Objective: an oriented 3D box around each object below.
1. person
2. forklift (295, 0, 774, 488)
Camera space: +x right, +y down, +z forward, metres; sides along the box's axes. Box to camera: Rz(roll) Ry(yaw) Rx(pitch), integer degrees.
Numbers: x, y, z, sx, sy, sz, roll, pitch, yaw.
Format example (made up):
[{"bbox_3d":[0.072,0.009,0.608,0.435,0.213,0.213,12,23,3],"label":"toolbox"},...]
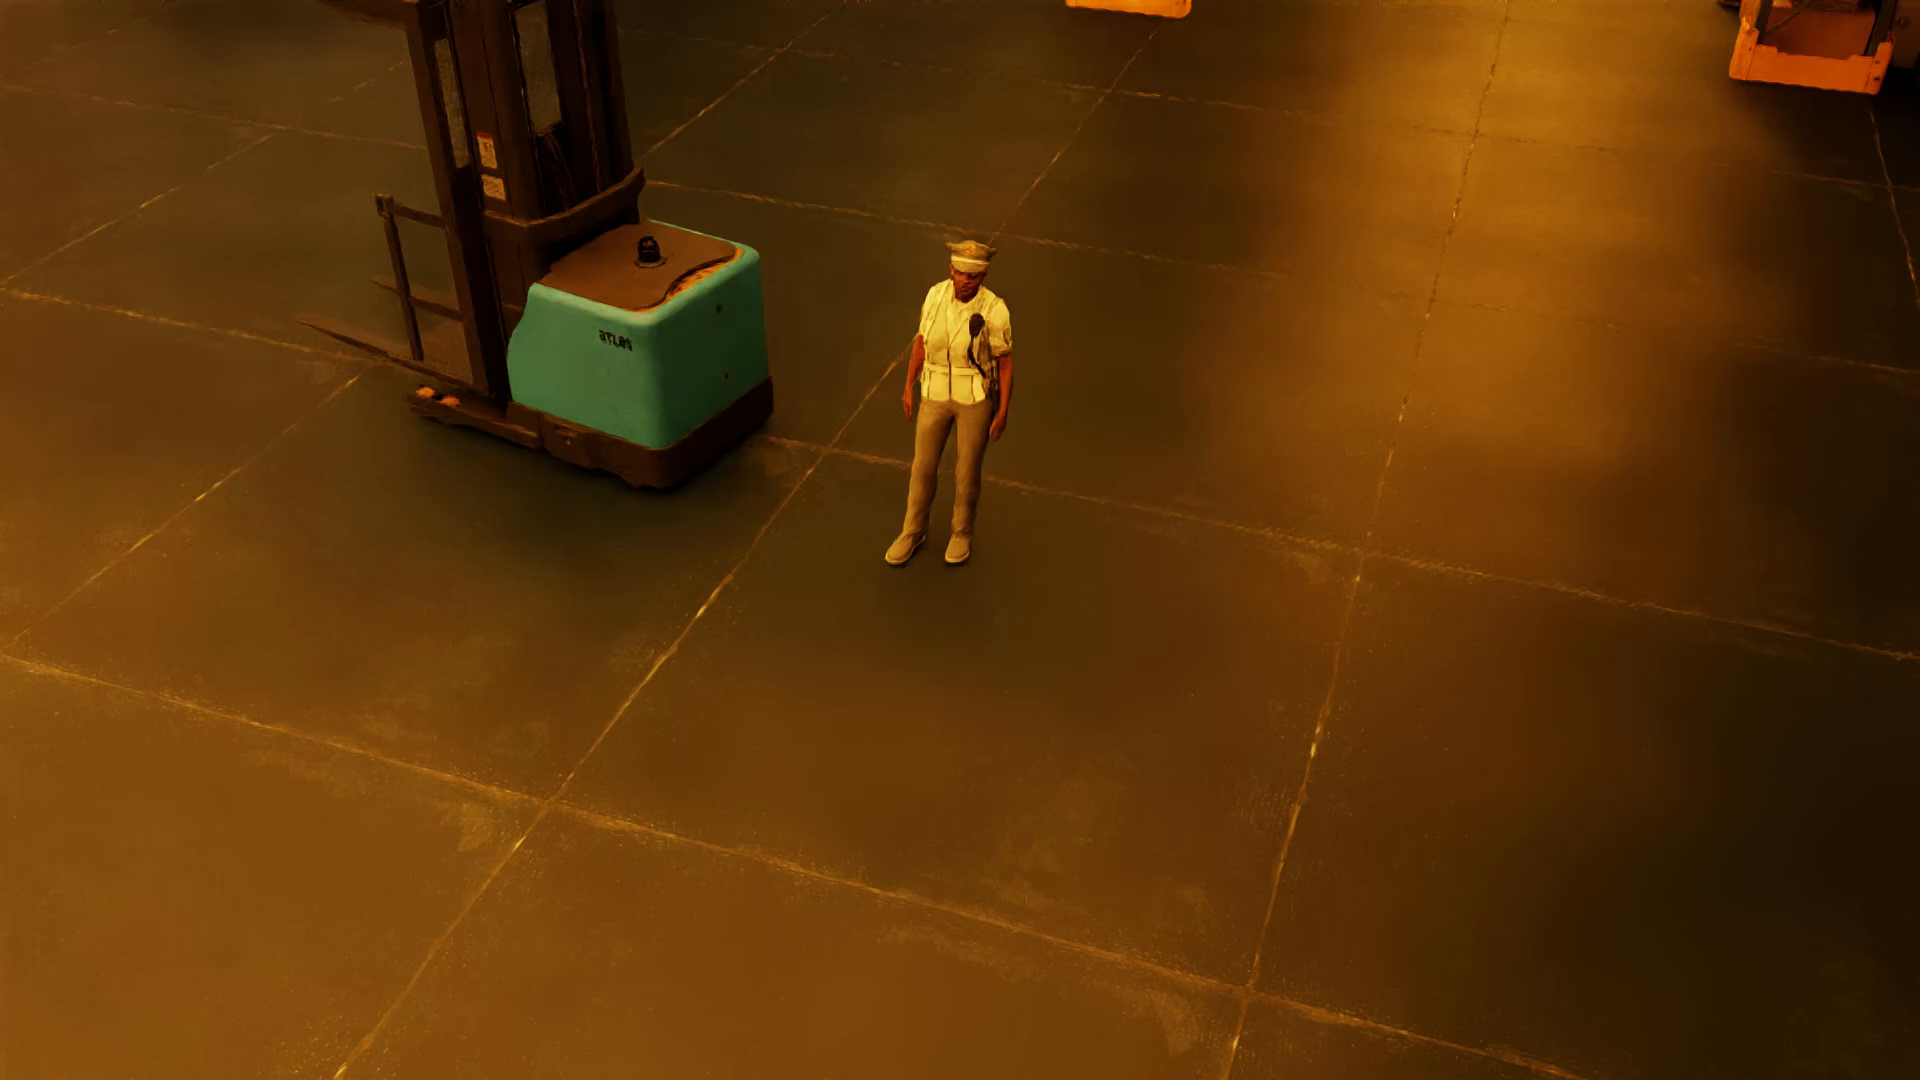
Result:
[{"bbox_3d":[-0.044,-0.660,8.098,0.570,1.695,0.529,12,37,16],"label":"person"},{"bbox_3d":[-2.604,-2.101,9.074,3.031,2.935,1.130,19,39,24],"label":"forklift"}]
